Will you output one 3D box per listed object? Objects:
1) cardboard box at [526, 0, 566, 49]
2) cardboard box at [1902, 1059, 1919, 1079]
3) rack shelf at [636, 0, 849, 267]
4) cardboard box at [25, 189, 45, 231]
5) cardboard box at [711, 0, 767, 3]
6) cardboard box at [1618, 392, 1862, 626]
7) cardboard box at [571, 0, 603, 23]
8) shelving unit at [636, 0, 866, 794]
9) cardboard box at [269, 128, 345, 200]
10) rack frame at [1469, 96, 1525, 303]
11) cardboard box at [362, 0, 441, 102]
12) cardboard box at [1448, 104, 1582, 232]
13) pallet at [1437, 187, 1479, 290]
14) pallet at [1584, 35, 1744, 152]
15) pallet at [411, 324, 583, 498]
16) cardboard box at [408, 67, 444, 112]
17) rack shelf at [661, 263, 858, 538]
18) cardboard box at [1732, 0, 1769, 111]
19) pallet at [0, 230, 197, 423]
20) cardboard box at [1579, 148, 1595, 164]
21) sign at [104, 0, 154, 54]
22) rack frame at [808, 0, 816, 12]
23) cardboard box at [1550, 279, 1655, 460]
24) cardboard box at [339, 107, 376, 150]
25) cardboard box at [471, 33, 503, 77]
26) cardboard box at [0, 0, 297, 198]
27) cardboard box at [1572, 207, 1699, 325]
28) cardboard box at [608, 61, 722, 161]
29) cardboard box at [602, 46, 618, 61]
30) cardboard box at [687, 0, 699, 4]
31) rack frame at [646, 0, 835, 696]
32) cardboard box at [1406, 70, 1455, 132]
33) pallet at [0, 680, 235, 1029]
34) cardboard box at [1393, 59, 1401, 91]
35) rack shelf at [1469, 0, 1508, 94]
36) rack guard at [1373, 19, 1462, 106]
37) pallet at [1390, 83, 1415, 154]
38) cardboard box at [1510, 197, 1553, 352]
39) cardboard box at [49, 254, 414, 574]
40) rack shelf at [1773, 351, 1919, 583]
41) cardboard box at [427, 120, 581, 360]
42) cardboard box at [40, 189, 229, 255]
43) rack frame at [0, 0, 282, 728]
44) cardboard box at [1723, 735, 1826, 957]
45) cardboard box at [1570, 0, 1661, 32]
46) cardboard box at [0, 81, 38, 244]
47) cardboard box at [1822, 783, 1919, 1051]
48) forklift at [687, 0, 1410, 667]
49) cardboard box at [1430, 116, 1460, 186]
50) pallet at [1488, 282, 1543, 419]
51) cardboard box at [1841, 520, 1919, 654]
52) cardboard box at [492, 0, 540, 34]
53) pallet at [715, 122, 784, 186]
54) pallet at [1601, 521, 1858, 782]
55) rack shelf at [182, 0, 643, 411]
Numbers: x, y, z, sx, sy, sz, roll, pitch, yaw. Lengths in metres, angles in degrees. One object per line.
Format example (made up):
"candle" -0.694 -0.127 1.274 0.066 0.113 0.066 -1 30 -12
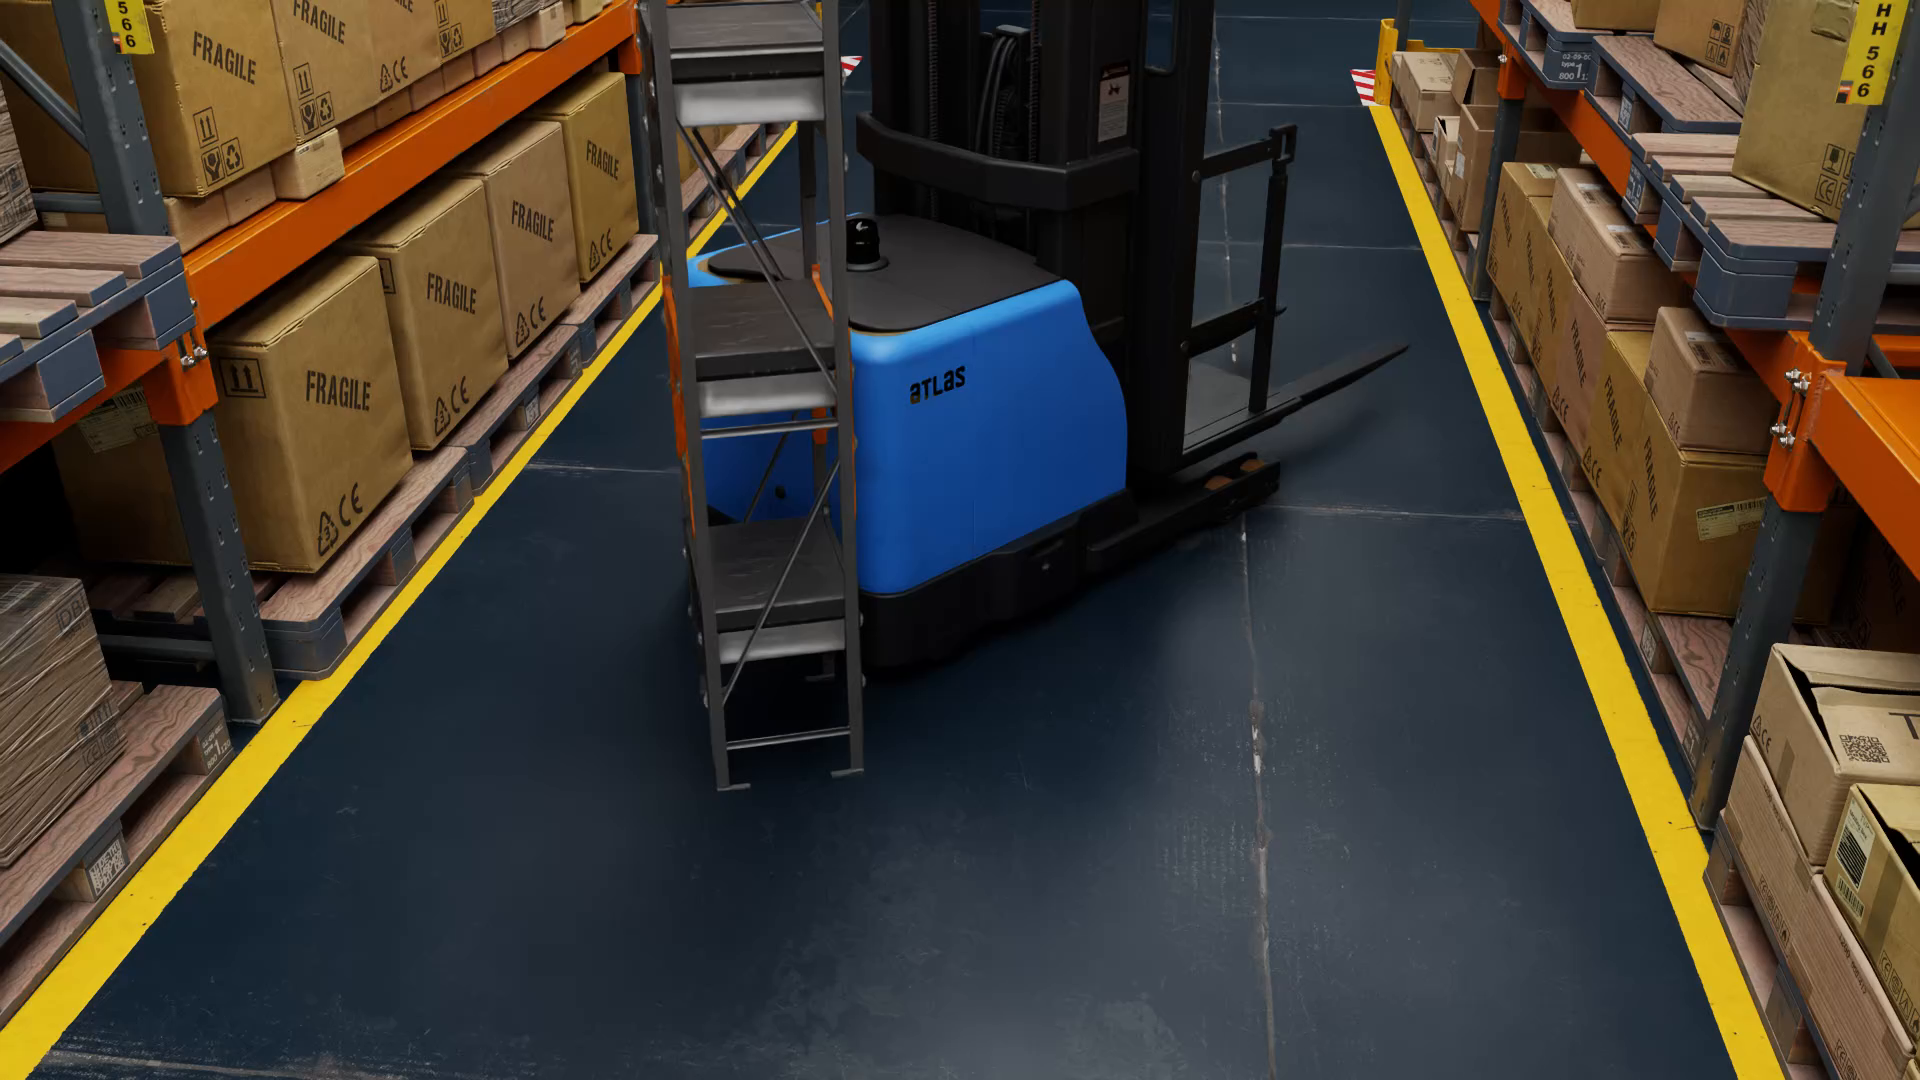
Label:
"cardboard box" -1.816 -2.081 6.693 0.380 0.149 0.250 3 28 6
"cardboard box" 1.955 1.180 2.852 0.500 0.250 0.500 3 28 5
"rack shelf" -0.516 -0.983 3.912 0.431 0.518 0.480 -6 29 -12
"cardboard box" -2.702 -0.909 4.518 0.380 0.149 0.250 4 29 7
"cardboard box" -1.359 -3.451 10.503 0.380 0.149 0.250 4 29 8
"cardboard box" 2.311 -0.103 4.951 0.500 0.500 0.500 4 29 8
"cardboard box" -1.765 -2.328 7.152 0.380 0.149 0.250 4 29 7
"shelving unit" -0.516 -0.378 4.238 0.431 2.100 0.503 -6 29 -12
"cardboard box" -2.061 -1.120 4.911 0.380 0.149 0.250 4 29 8
"rack frame" 2.919 -2.439 7.115 1.000 3.000 0.127 3 28 6
"cardboard box" -2.039 -1.720 5.339 0.500 0.500 0.500 3 28 6
"cardboard box" 2.708 -1.817 8.132 0.500 0.500 0.500 3 28 6
"pallet" 3.004 -1.535 8.376 1.003 0.211 1.213 3 28 6
"pallet" 2.663 -1.388 5.365 1.003 0.211 1.213 3 28 6
"pallet" -2.164 -0.554 6.556 1.003 0.211 1.213 3 28 6
"cardboard box" -2.040 -1.605 5.810 0.380 0.149 0.250 4 29 6
"rack shelf" -0.516 -0.366 4.244 0.431 0.518 0.480 -6 29 -12
"cardboard box" 2.696 -1.508 4.838 0.700 0.500 0.500 9 30 16
"pallet" -2.469 -0.416 3.562 1.213 0.211 1.003 3 28 6
"cardboard box" 3.282 -1.978 8.783 0.380 0.166 0.250 3 28 6
"sign" -1.948 -1.290 3.845 0.100 0.325 0.005 3 28 6
"rack frame" -1.507 -4.608 11.141 1.000 3.000 0.127 3 28 6
"cardboard box" 2.433 -0.594 5.862 0.500 0.500 0.500 2 28 4
"cardboard box" -2.130 -1.369 5.372 0.380 0.149 0.250 4 29 7
"cardboard box" -1.957 -1.852 6.270 0.380 0.149 0.250 3 28 5
"cardboard box" -2.174 -1.240 4.449 0.500 0.500 0.500 4 29 8
"cardboard box" 2.435 -0.942 5.717 0.500 0.250 0.500 3 28 5
"cardboard box" -1.739 -2.392 9.220 0.700 0.500 0.500 3 28 6
"cardboard box" -1.925 -2.757 9.213 0.380 0.149 0.250 2 28 5
"cardboard box" -1.800 -3.237 10.105 0.380 0.149 0.250 4 29 7
"rack frame" -0.571 -0.491 4.447 0.400 2.100 0.015 -6 29 -12
"cardboard box" 2.939 -2.595 9.840 0.500 0.250 0.500 3 28 6
"pallet" -2.585 0.753 4.130 1.003 0.211 1.213 3 28 6
"cardboard box" 2.986 -2.974 10.630 0.380 0.166 0.250 3 28 6
"rack shelf" 3.164 -3.064 9.033 1.077 0.370 4.000 3 28 6
"rack guard" 3.400 -3.186 11.136 1.175 0.500 0.348 3 28 6
"pallet" 3.303 -2.683 10.508 1.003 0.211 1.213 3 28 6
"cardboard box" 2.564 -1.067 6.740 0.500 0.500 0.500 4 29 7
"cardboard box" -2.267 -0.419 5.190 0.750 0.750 0.750 3 28 6
"rack shelf" 2.184 0.702 2.043 1.077 0.370 4.000 3 28 6
"cardboard box" -2.054 -1.232 6.697 0.750 0.750 0.750 4 29 8
"cardboard box" -2.217 -0.882 4.469 0.380 0.149 0.250 3 28 5
"rack frame" -2.488 -0.842 4.151 1.000 3.000 0.127 3 28 6
"cardboard box" 2.074 0.699 3.747 0.500 0.250 0.500 3 28 6
"cardboard box" 2.618 -2.131 5.994 0.700 0.500 0.500 8 29 14
"cardboard box" -2.535 -0.858 3.611 0.700 0.500 0.500 0 28 0
"cardboard box" 2.018 0.700 3.154 0.500 0.311 0.500 3 28 5
"forklift" 0.510 -1.508 5.460 3.031 2.935 1.130 -25 37 -38
"cardboard box" 2.800 -2.087 8.832 0.500 0.311 0.500 3 28 6
"pallet" 2.857 -0.826 7.062 1.003 0.211 1.213 3 28 6
"cardboard box" 2.769 0.153 4.475 0.500 0.500 0.500 5 29 8
"cardboard box" -1.927 -2.200 6.232 0.500 0.500 0.500 3 29 6
"pallet" -1.680 -2.427 10.032 1.003 0.211 1.213 3 28 6
"pallet" 2.558 0.322 4.930 1.003 0.211 1.213 3 28 6
"rack shelf" -2.242 -1.467 6.069 1.077 0.370 4.000 3 28 6
